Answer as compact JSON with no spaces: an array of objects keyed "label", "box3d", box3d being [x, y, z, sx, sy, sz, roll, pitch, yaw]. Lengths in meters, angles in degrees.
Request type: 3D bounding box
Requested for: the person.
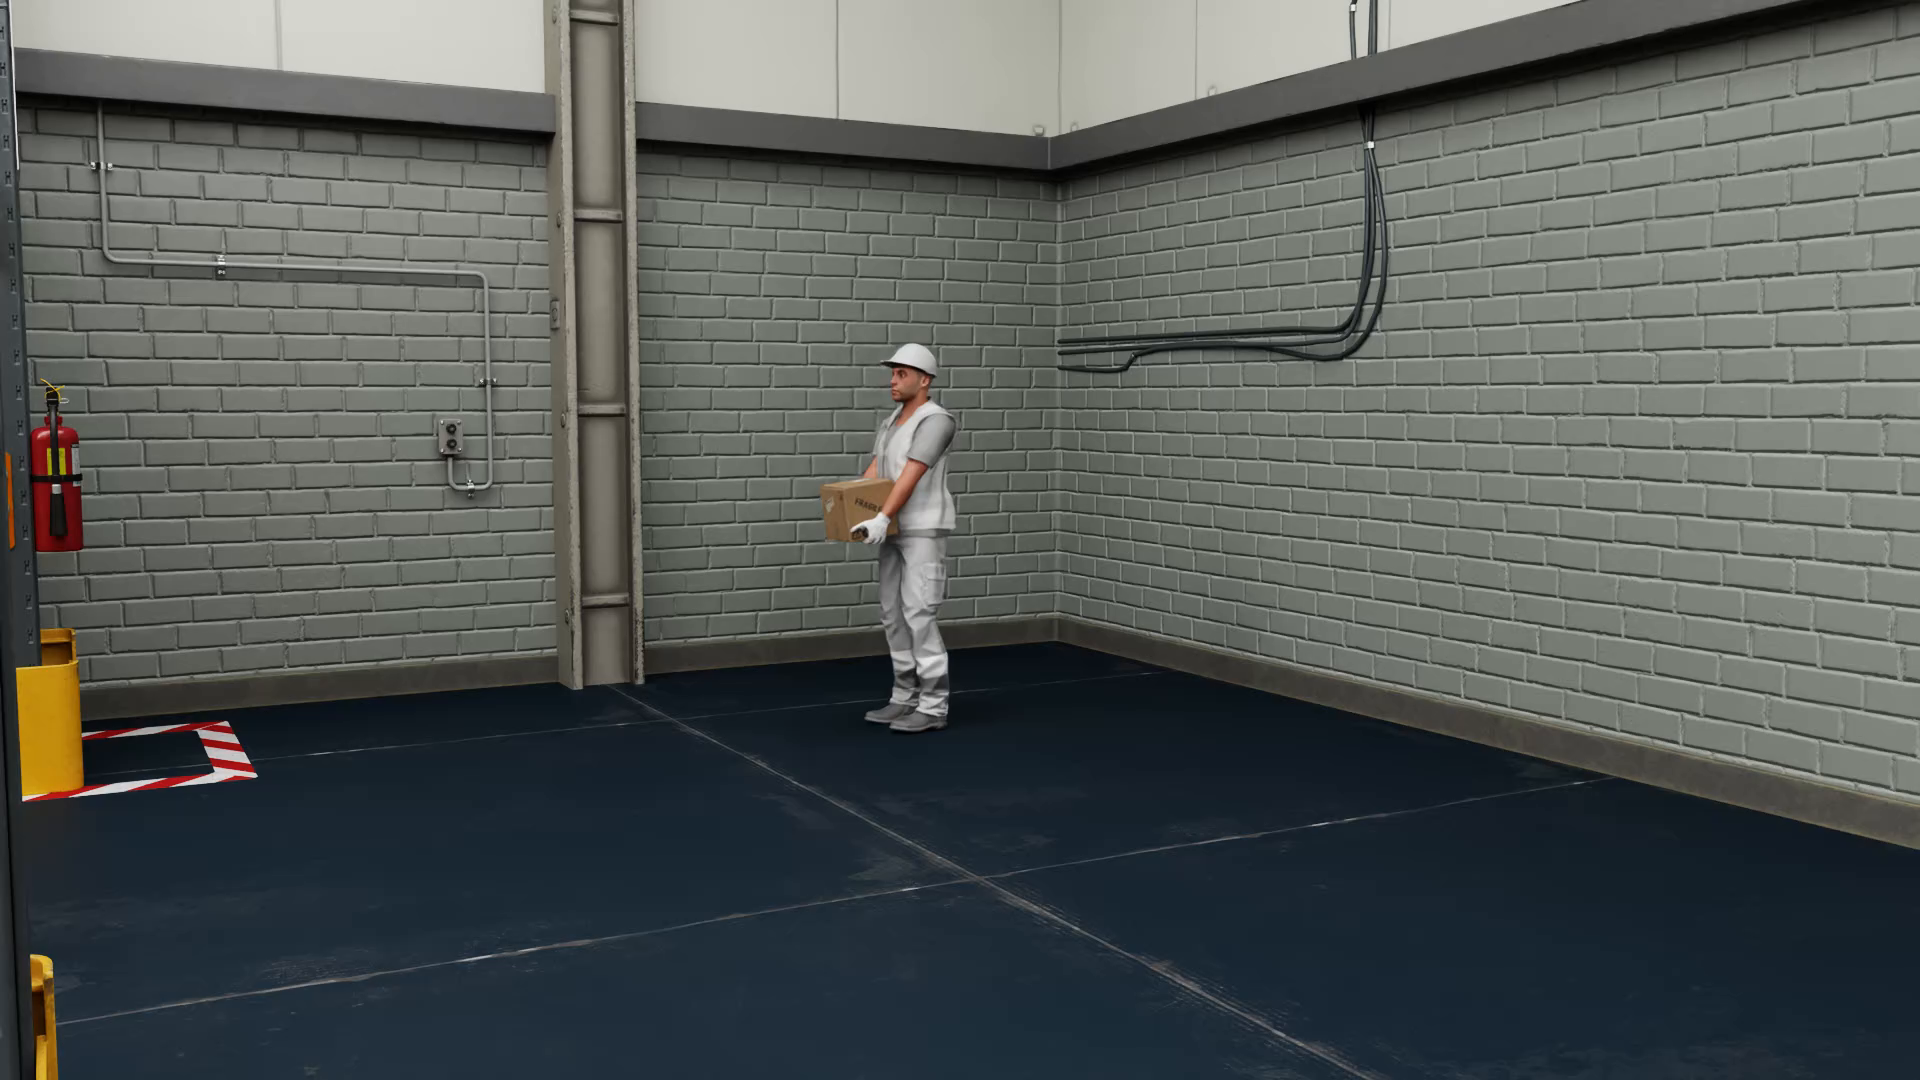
[{"label":"person","box3d":[-0.304,-0.013,7.697,0.563,1.786,0.495,-3,6,-29]}]
